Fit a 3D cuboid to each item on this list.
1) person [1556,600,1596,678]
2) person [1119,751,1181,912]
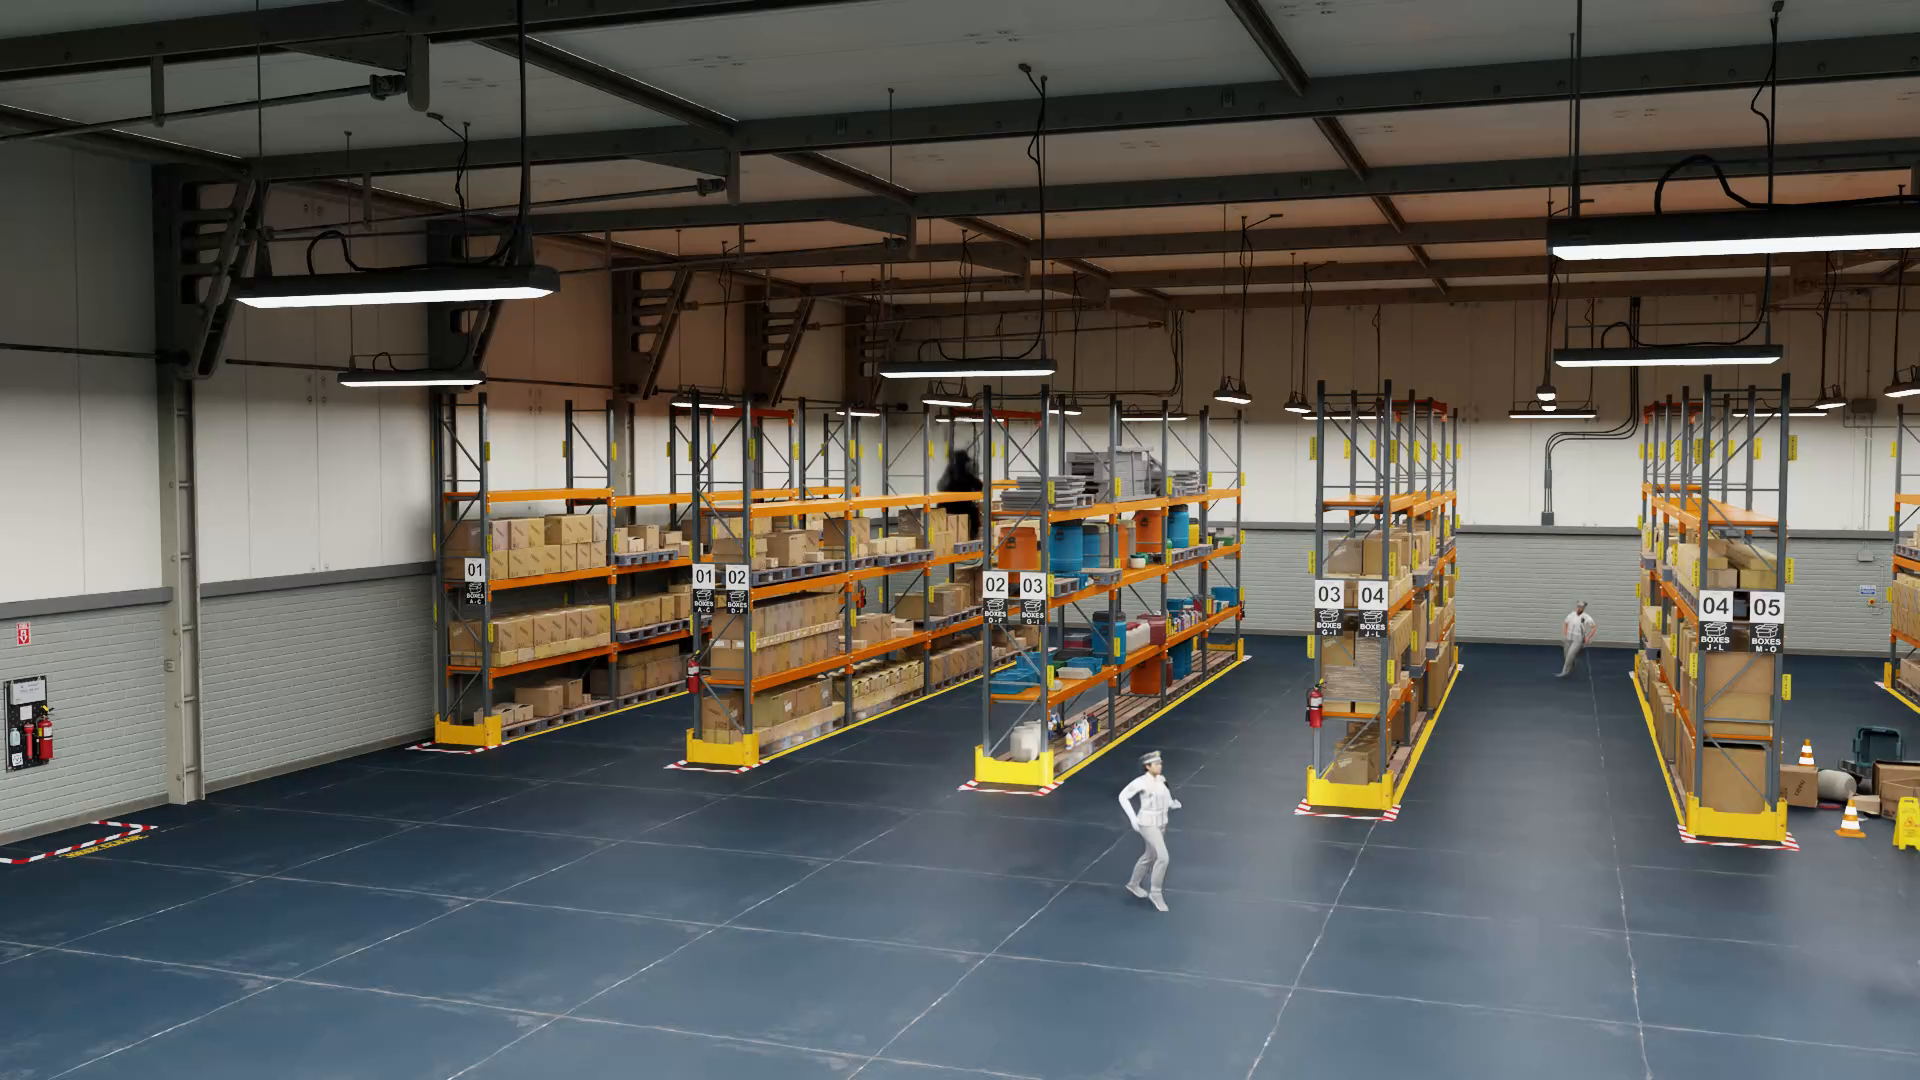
[{"bbox_3d":[13.605,2.181,36.676,0.868,1.720,0.720,-3,4,-44],"label":"person"},{"bbox_3d":[2.113,3.186,18.310,0.740,1.748,0.578,3,4,40],"label":"person"}]
